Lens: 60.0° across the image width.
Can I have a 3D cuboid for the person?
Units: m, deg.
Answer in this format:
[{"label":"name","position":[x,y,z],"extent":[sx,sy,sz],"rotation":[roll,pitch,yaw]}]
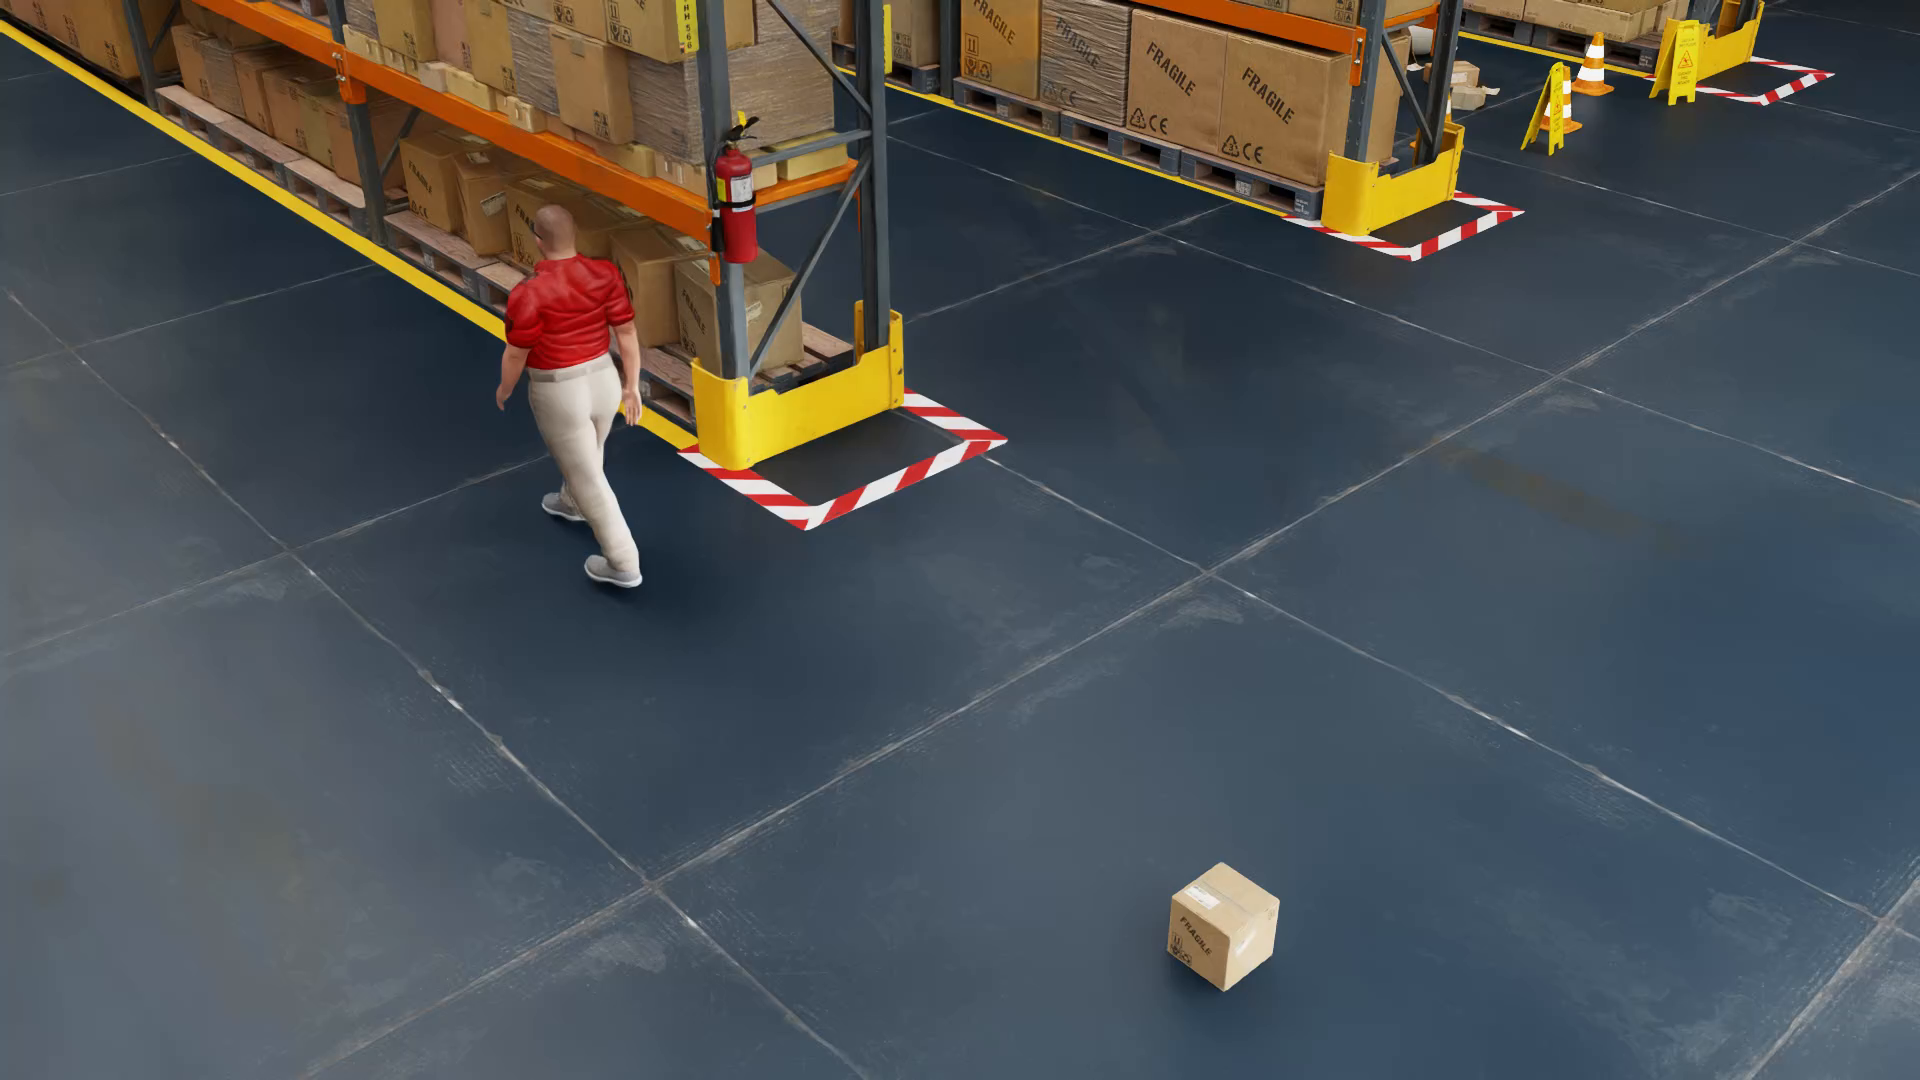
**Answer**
[{"label":"person","position":[-1.744,-0.677,7.228],"extent":[0.954,1.685,0.547],"rotation":[27,40,36]}]
